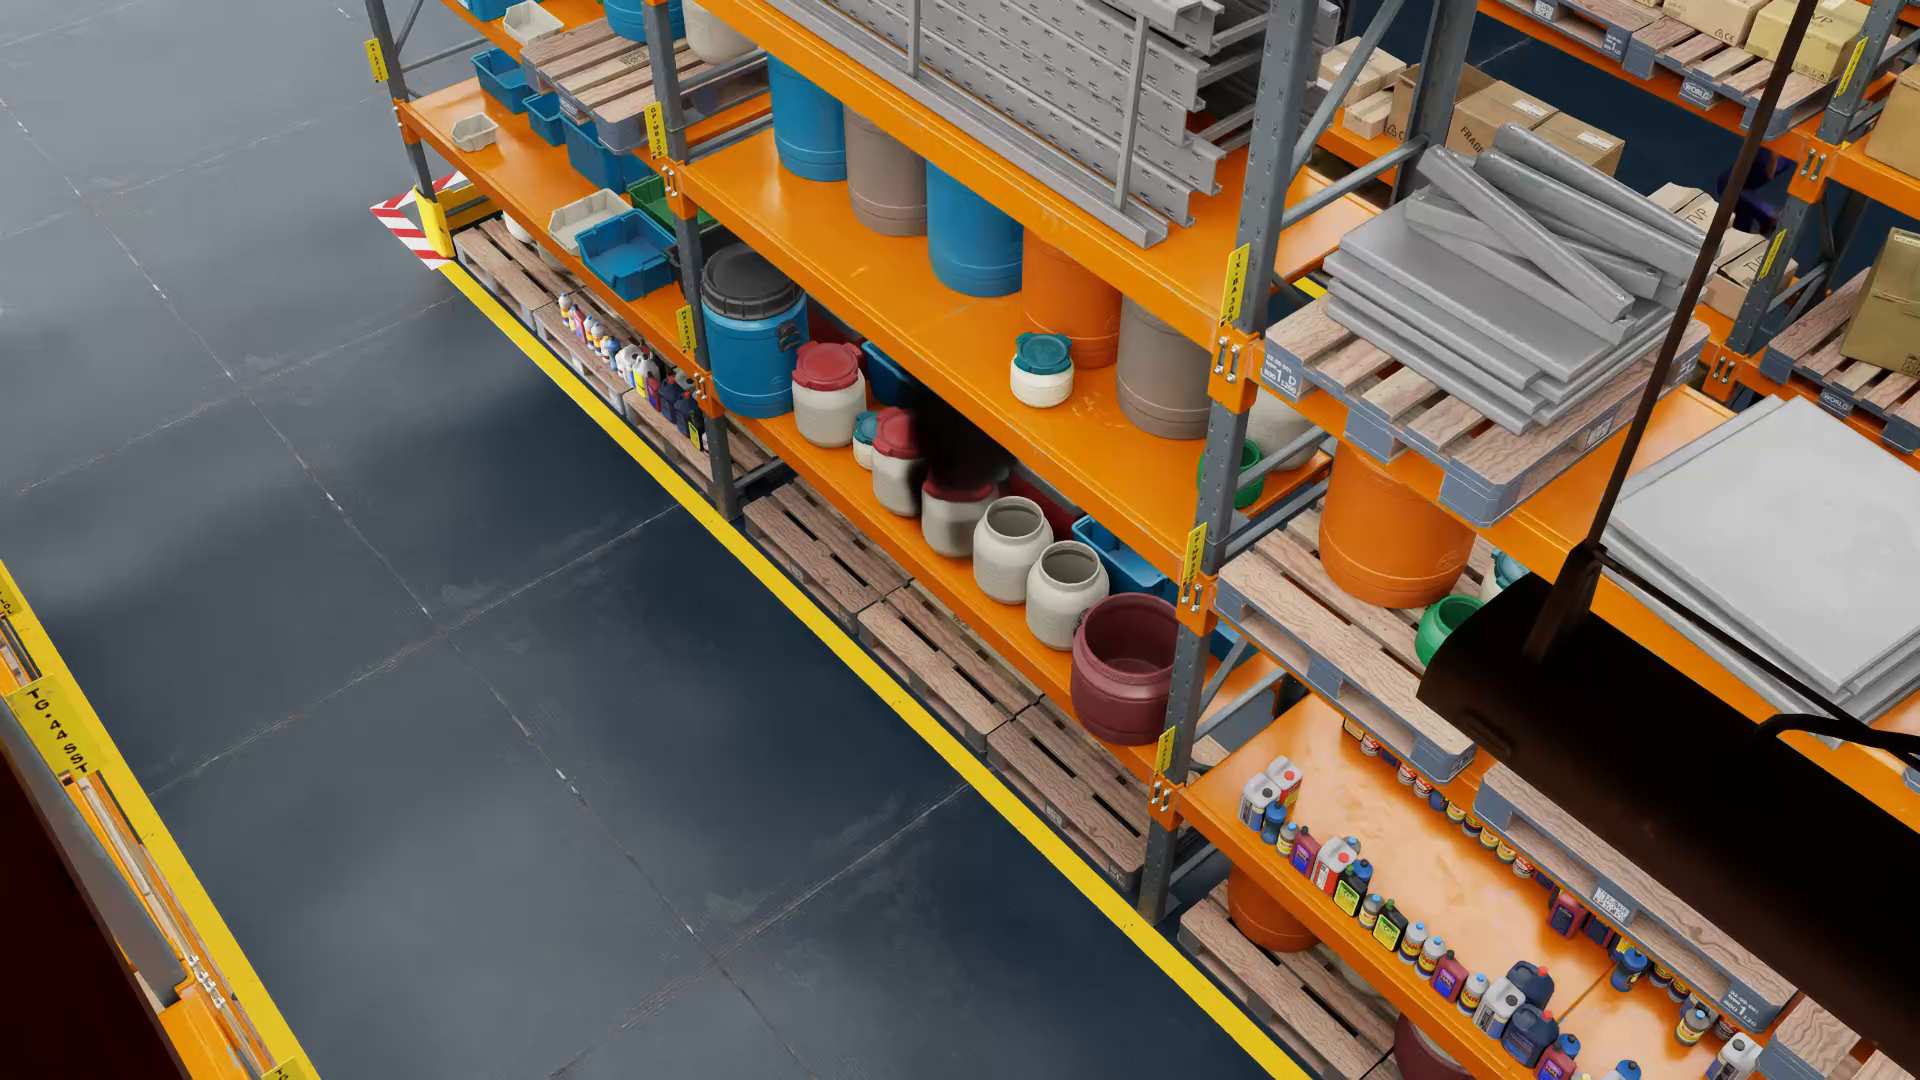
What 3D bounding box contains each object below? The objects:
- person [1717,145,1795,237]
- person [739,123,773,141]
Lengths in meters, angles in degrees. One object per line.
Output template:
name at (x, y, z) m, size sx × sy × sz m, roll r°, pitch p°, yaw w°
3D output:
person at (6.114, -2.924, 12.686) m, size 0.586 × 1.586 × 0.690 m, roll -31°, pitch 54°, yaw -26°
person at (-1.508, -3.121, 12.886) m, size 0.549 × 1.557 × 0.538 m, roll 22°, pitch 50°, yaw 20°
